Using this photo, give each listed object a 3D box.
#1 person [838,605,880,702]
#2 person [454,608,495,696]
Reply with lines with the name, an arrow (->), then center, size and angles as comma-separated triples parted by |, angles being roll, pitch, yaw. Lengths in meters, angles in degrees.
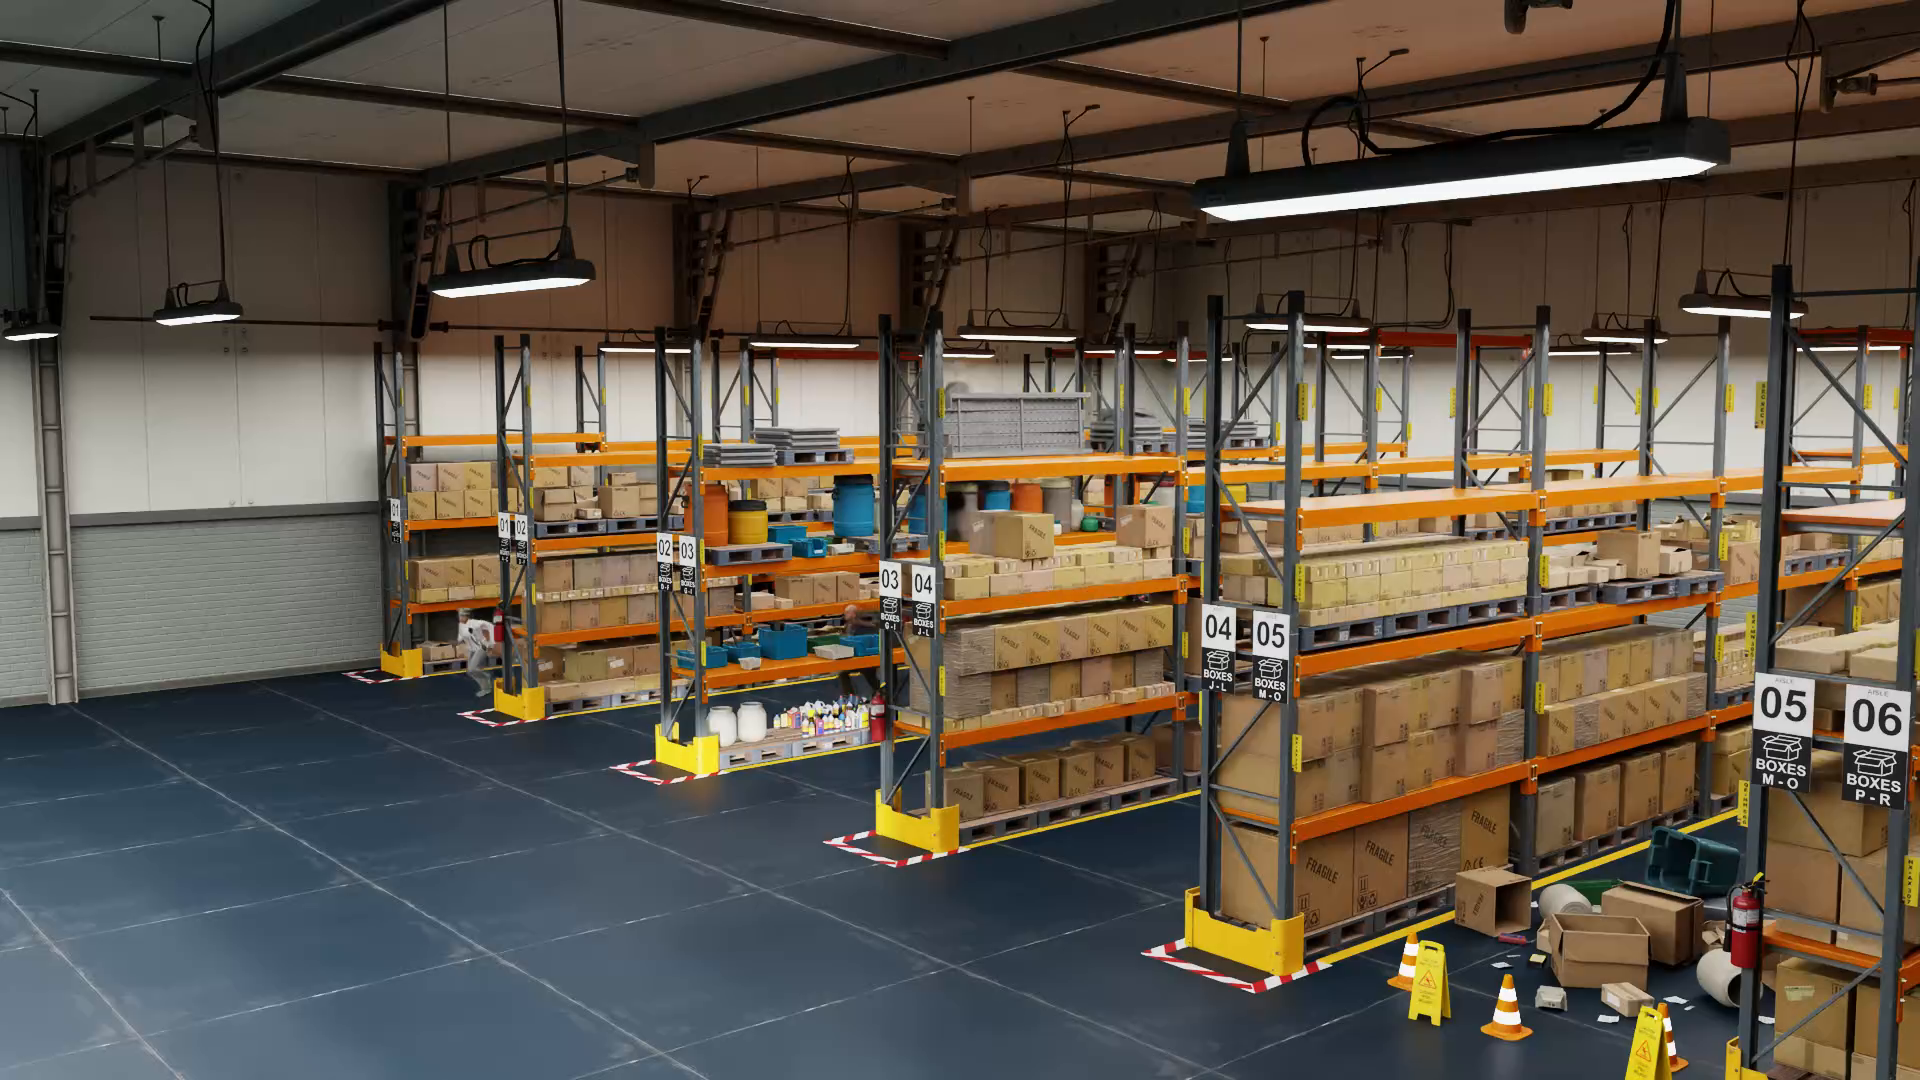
person -> -1.552, 1.893, 26.476 | 0.695, 1.779, 1.020 | 5, 7, 44
person -> -8.083, 1.872, 27.744 | 0.624, 1.547, 0.777 | 3, 6, 27
